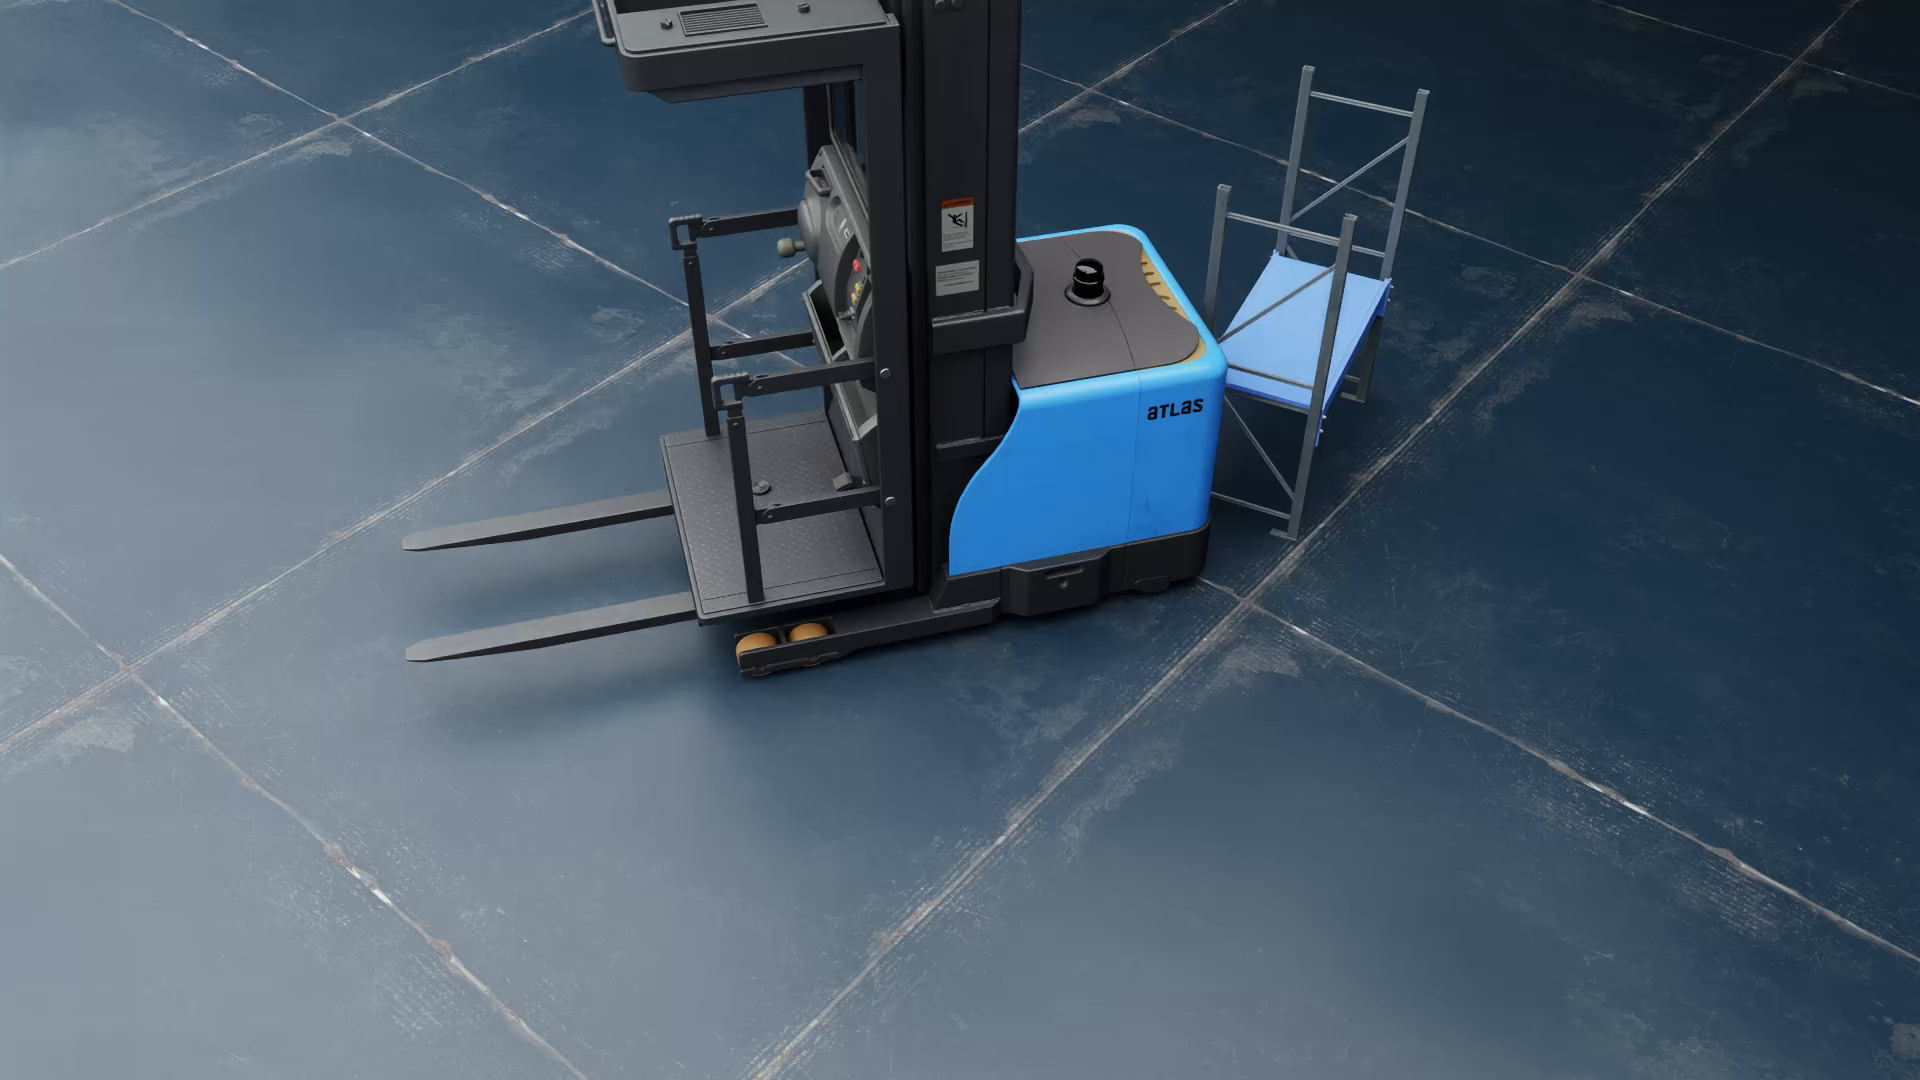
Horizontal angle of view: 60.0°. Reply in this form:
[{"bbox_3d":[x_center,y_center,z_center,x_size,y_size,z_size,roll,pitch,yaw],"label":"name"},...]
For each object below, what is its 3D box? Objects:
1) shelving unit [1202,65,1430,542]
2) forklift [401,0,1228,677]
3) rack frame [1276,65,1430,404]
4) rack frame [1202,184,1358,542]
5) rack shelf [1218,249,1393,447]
[{"bbox_3d":[1.365,-0.937,6.665,0.538,1.500,1.048,18,45,19],"label":"shelving unit"},{"bbox_3d":[-0.608,-0.973,5.641,3.031,2.935,1.130,-10,43,-11],"label":"forklift"},{"bbox_3d":[1.586,-1.245,7.004,0.500,1.500,0.032,18,45,19],"label":"rack frame"},{"bbox_3d":[1.144,-0.629,6.327,0.500,1.500,0.032,18,45,19],"label":"rack frame"},{"bbox_3d":[1.365,-0.804,6.786,0.538,0.185,1.000,18,45,19],"label":"rack shelf"}]
